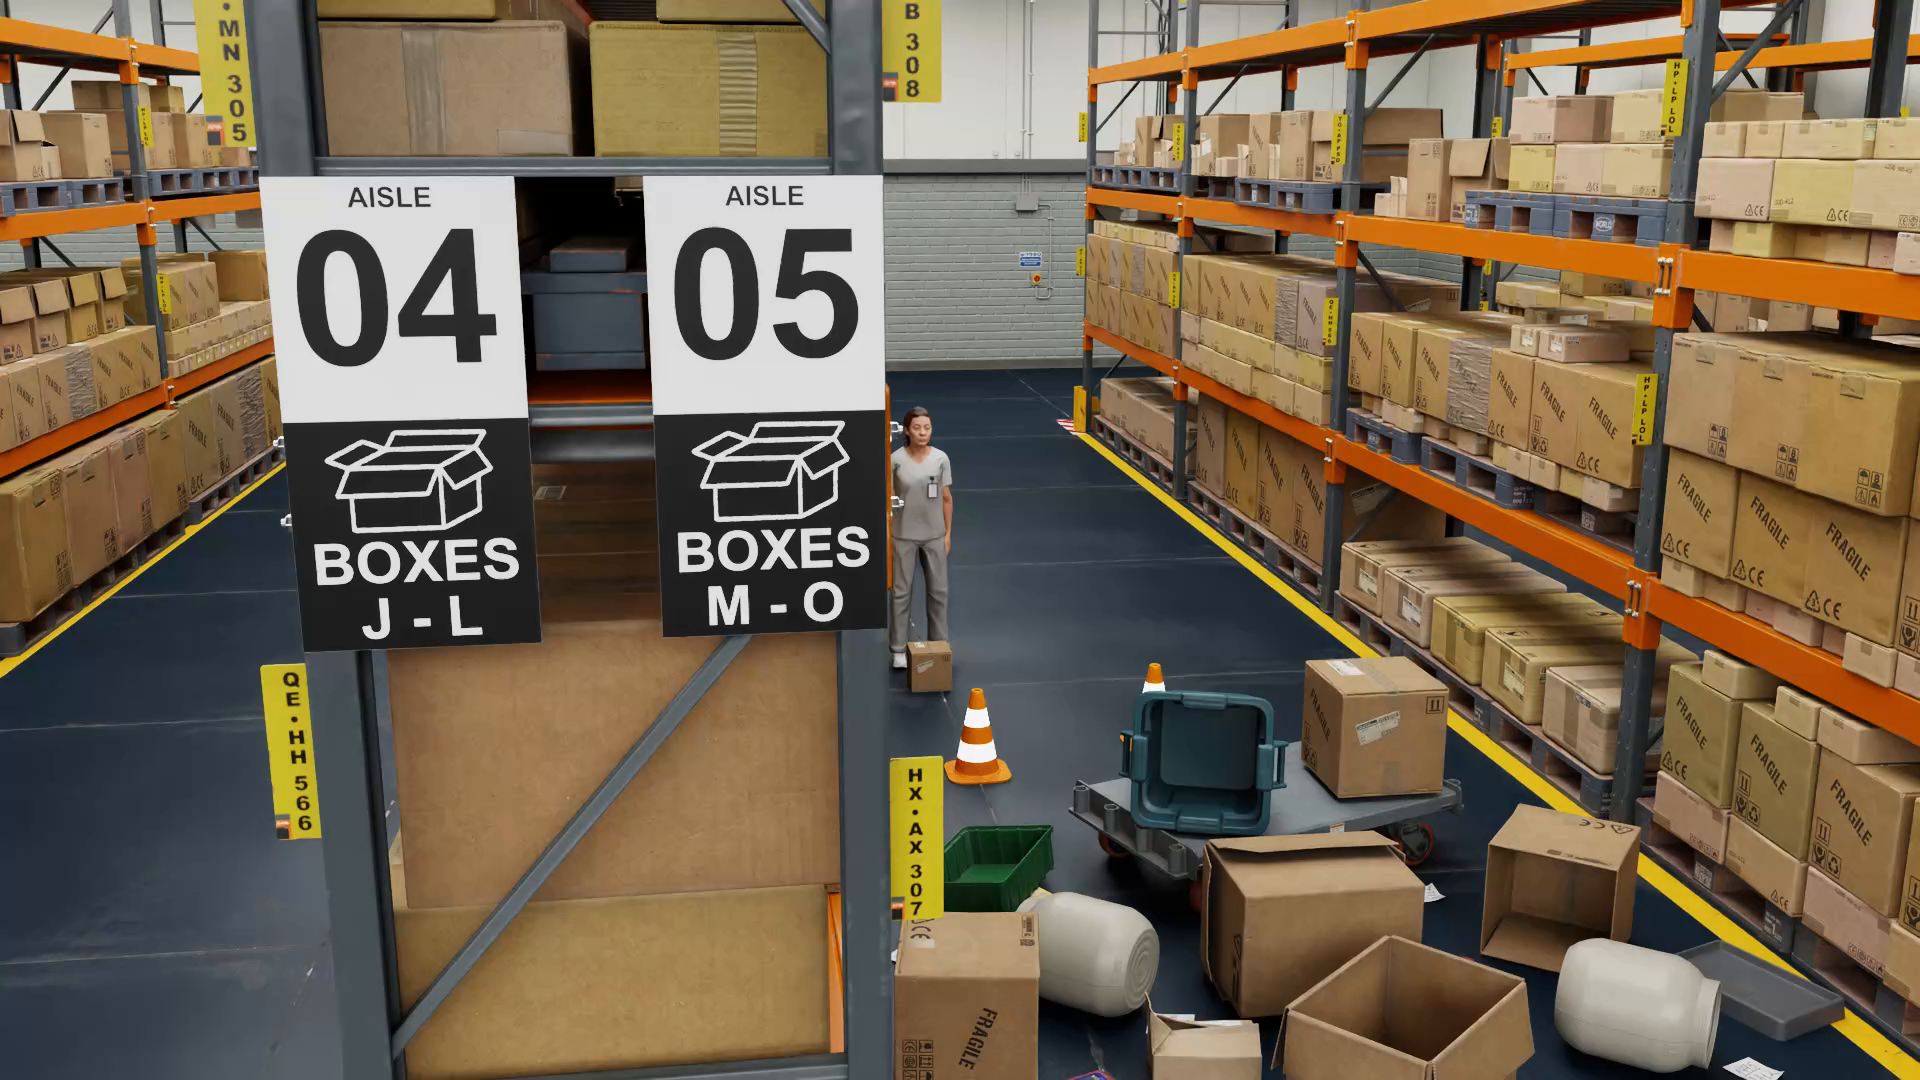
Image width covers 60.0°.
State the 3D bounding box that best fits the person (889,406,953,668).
[{"bbox_3d":[-0.261,-0.019,10.588,0.436,1.668,0.359,-2,13,-7],"label":"person"}]
